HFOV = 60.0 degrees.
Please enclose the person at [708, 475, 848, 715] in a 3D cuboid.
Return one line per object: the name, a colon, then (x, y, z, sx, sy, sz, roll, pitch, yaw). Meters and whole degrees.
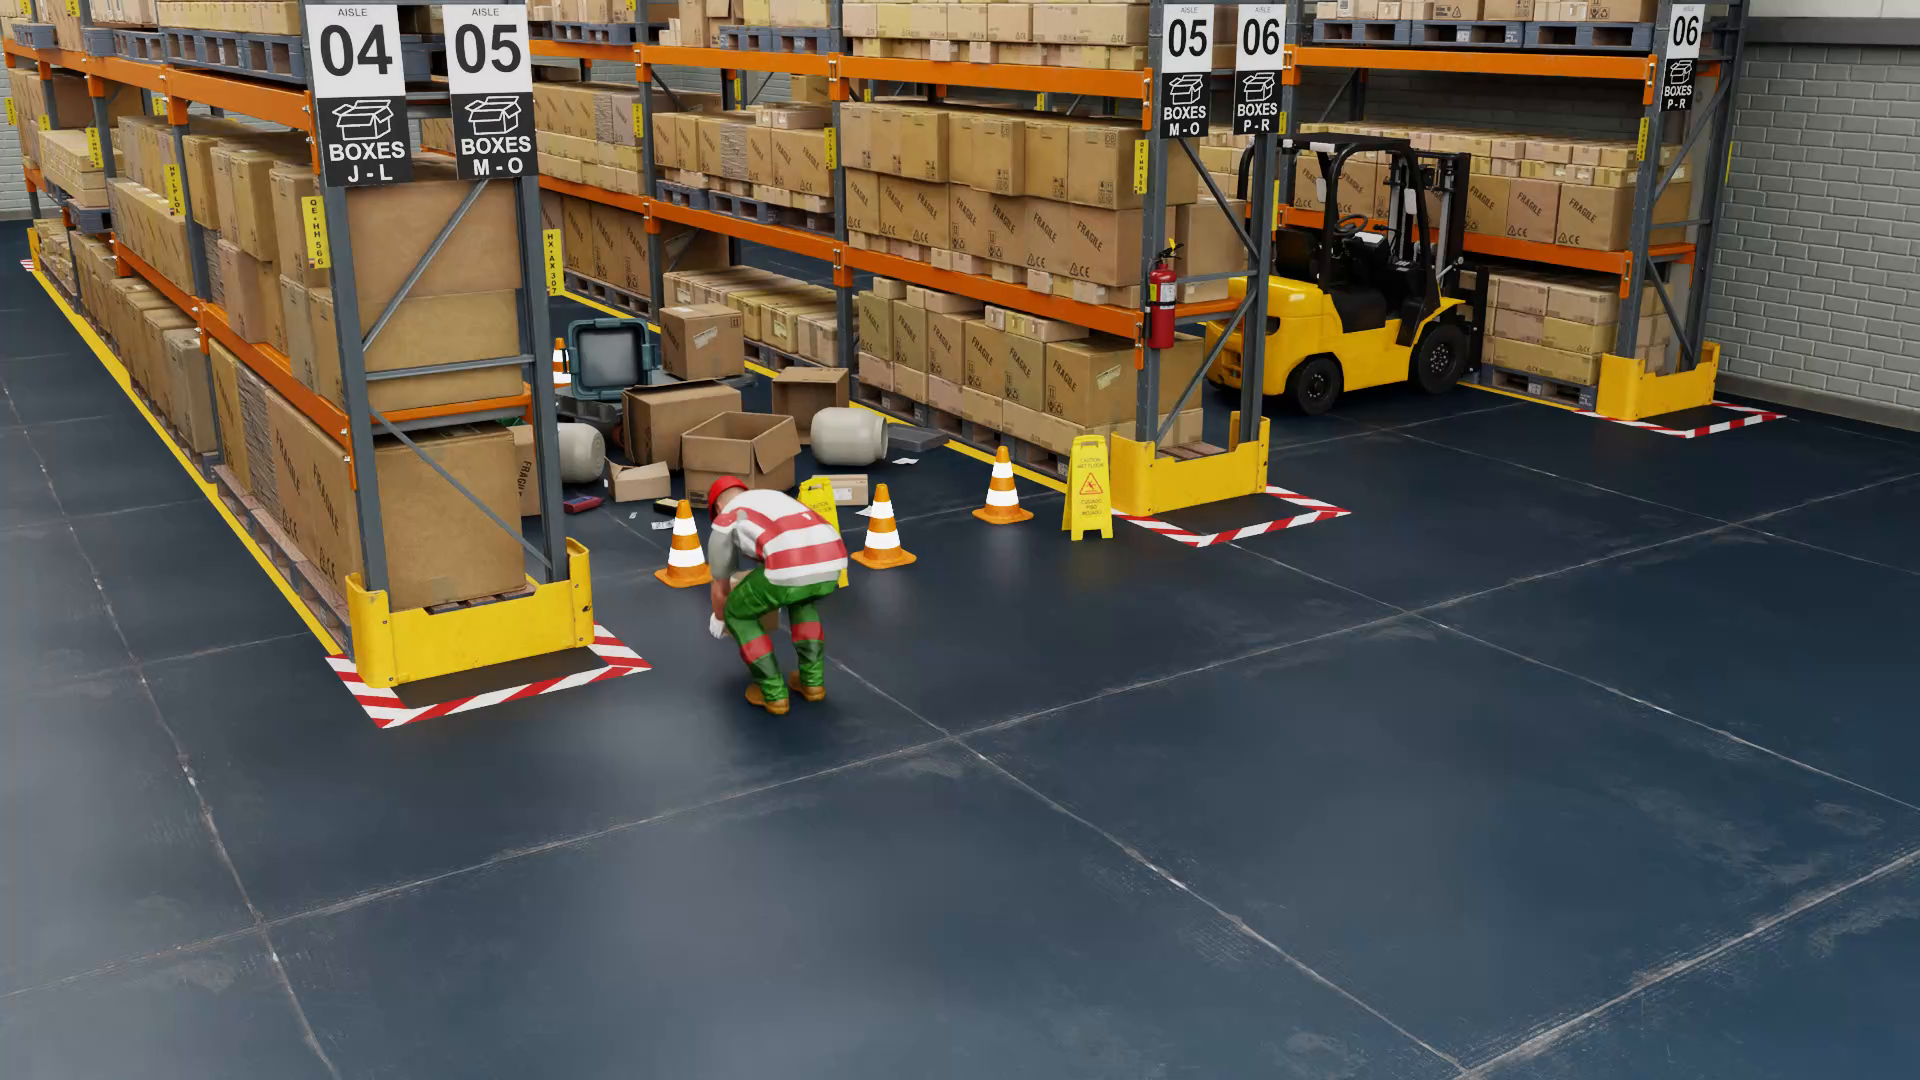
person: (-0.916, 0.254, 8.006, 0.529, 1.002, 0.957, -13, 22, -34)
